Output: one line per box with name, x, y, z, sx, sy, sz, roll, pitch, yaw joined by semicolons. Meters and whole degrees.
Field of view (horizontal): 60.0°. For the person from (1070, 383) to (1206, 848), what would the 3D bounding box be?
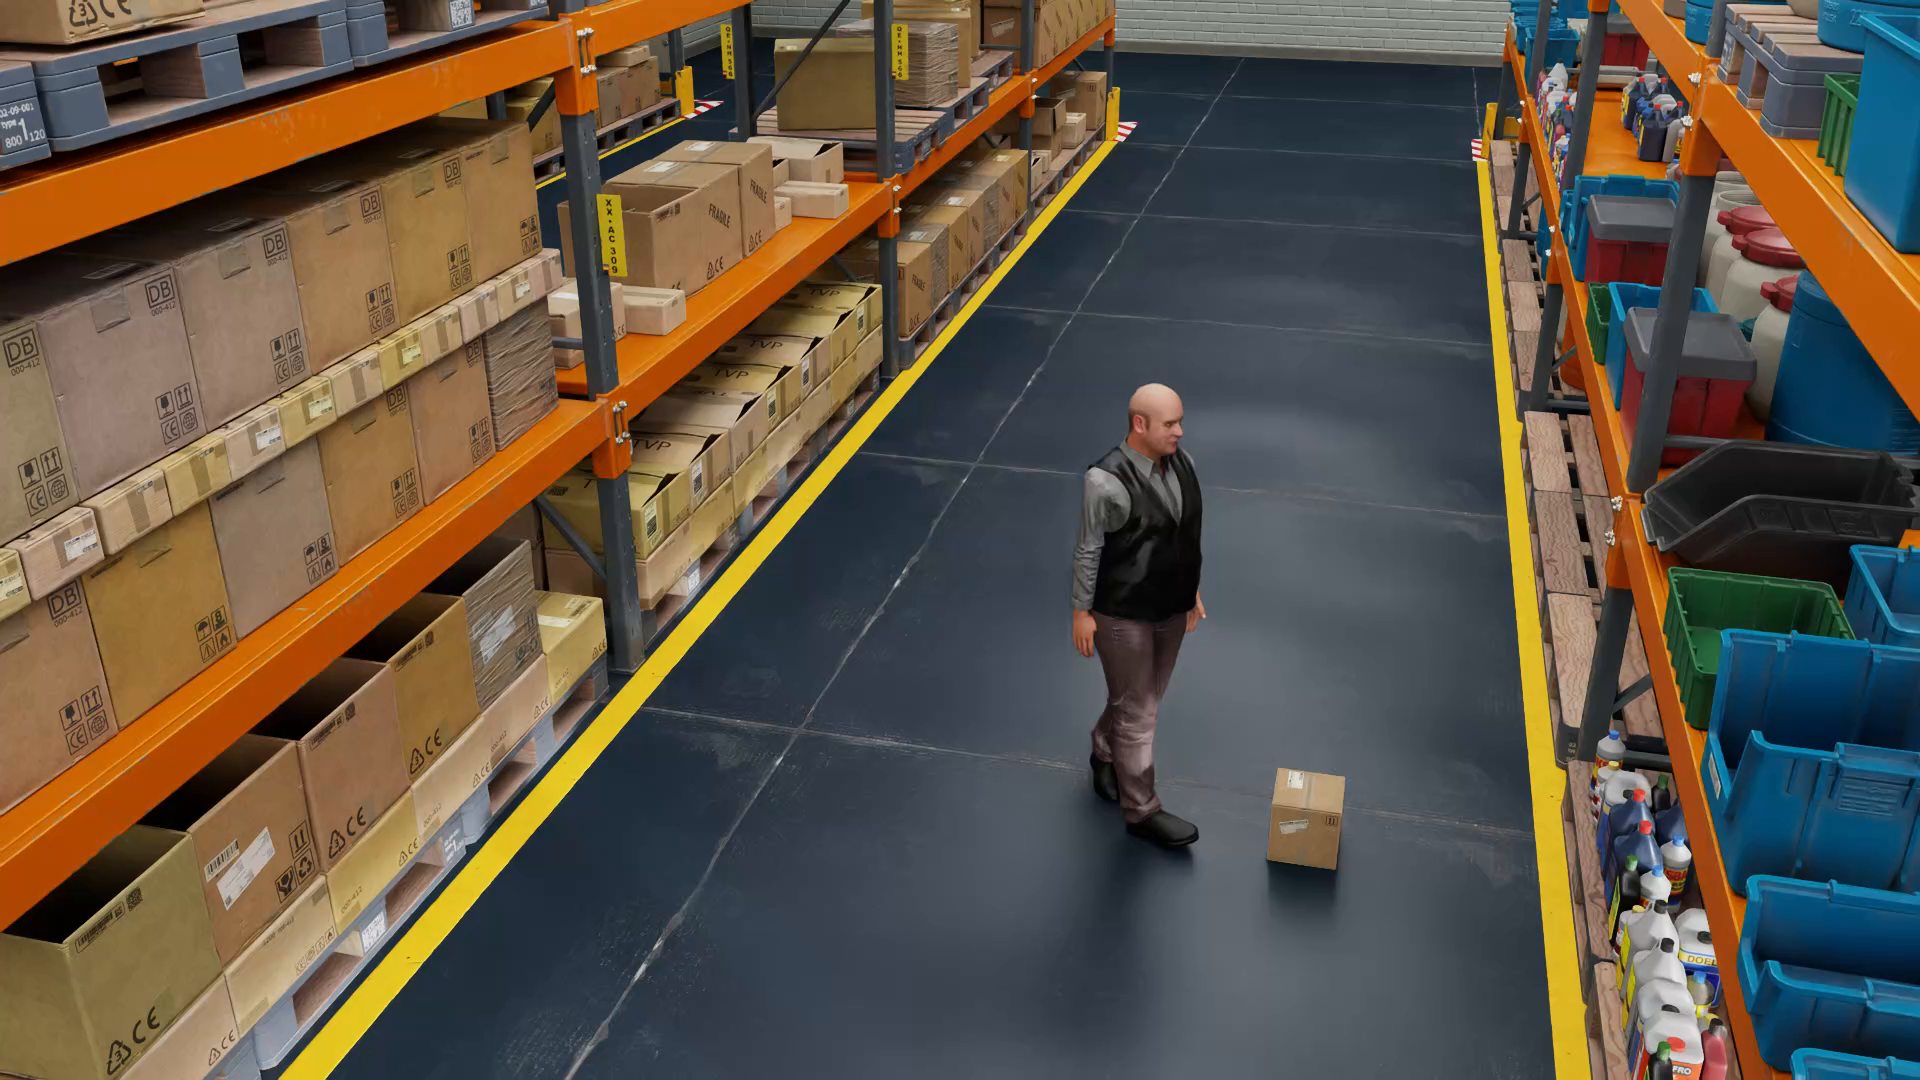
person;0.693;0.266;6.080;0.554;1.725;0.679;-20;32;-36
